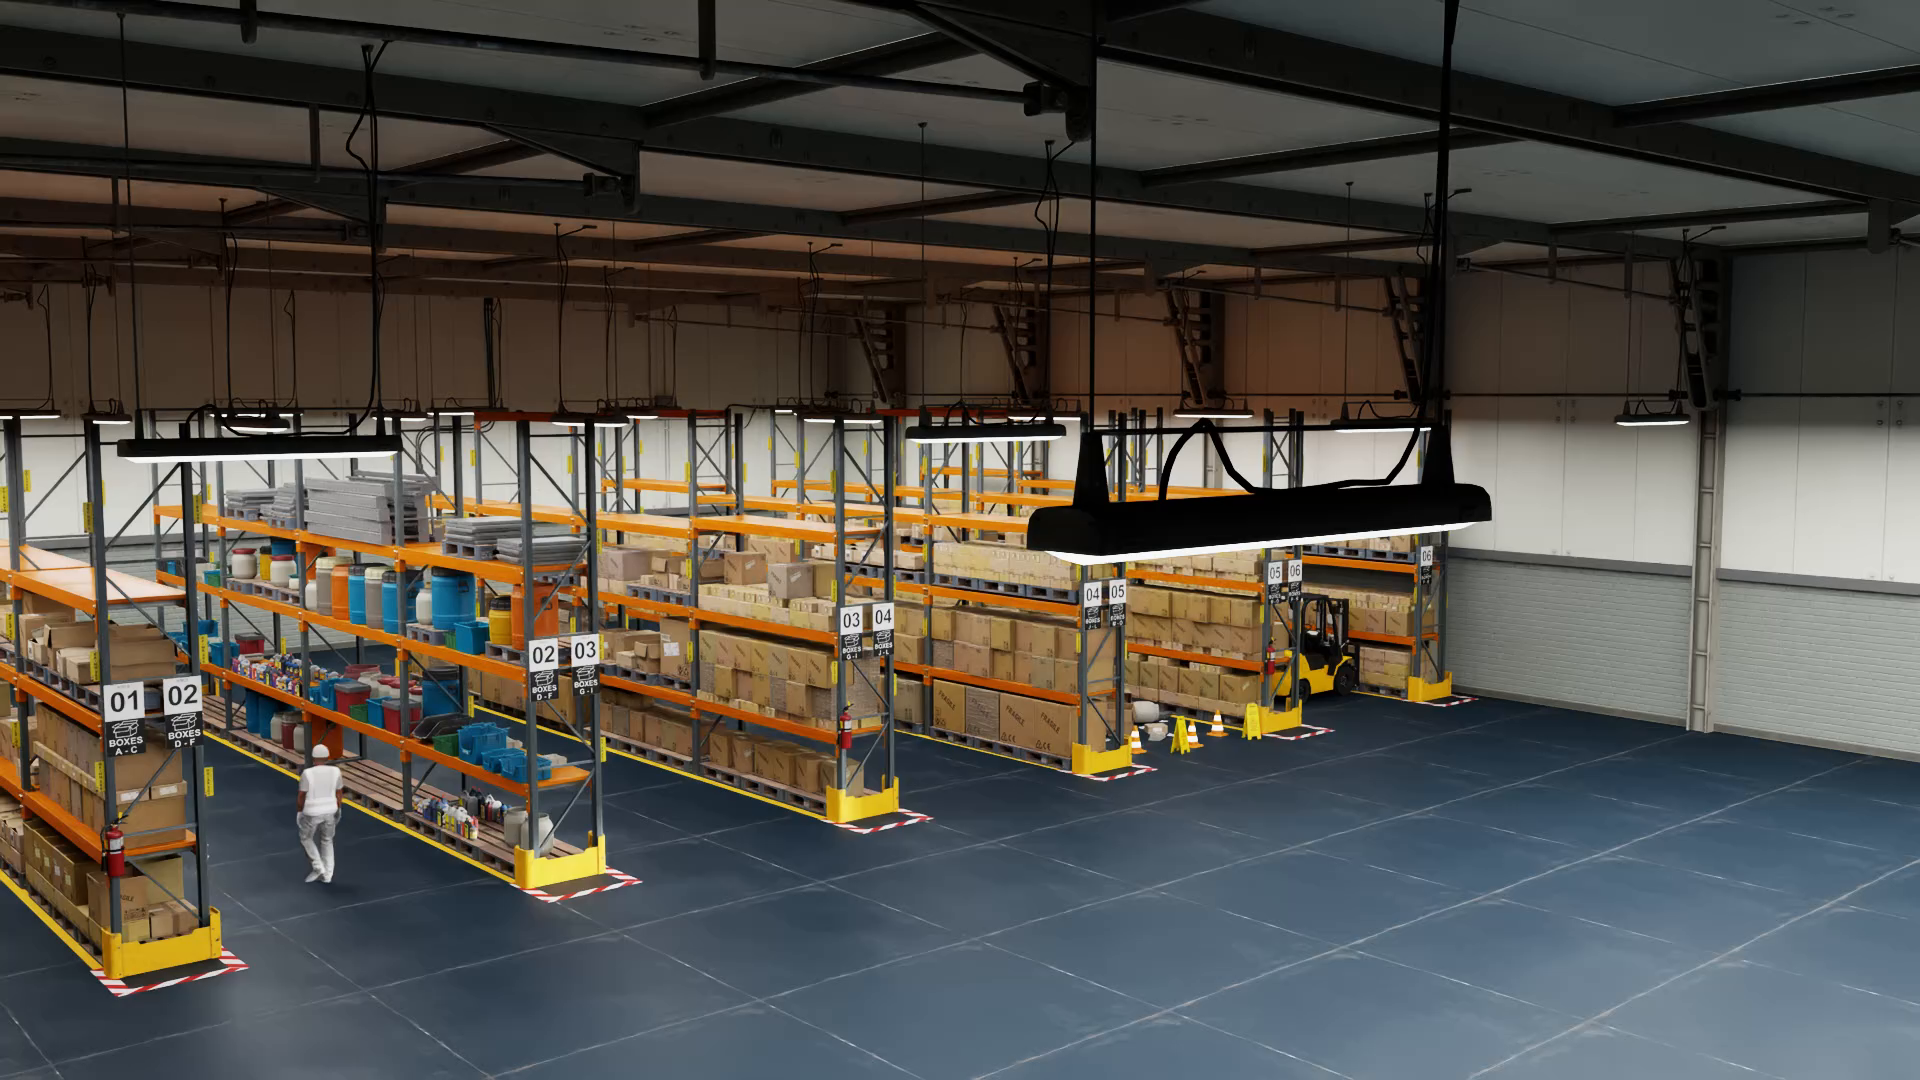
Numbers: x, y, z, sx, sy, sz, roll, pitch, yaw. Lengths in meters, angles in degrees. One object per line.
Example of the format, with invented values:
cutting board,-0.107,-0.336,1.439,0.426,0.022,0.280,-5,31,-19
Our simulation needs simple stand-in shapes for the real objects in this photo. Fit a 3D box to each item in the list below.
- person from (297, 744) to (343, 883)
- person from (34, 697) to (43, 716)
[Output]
person,-8.285,3.541,21.533,0.594,1.779,0.453,-4,7,-41
person,-15.906,2.916,28.944,0.648,1.706,1.067,-5,7,-44
